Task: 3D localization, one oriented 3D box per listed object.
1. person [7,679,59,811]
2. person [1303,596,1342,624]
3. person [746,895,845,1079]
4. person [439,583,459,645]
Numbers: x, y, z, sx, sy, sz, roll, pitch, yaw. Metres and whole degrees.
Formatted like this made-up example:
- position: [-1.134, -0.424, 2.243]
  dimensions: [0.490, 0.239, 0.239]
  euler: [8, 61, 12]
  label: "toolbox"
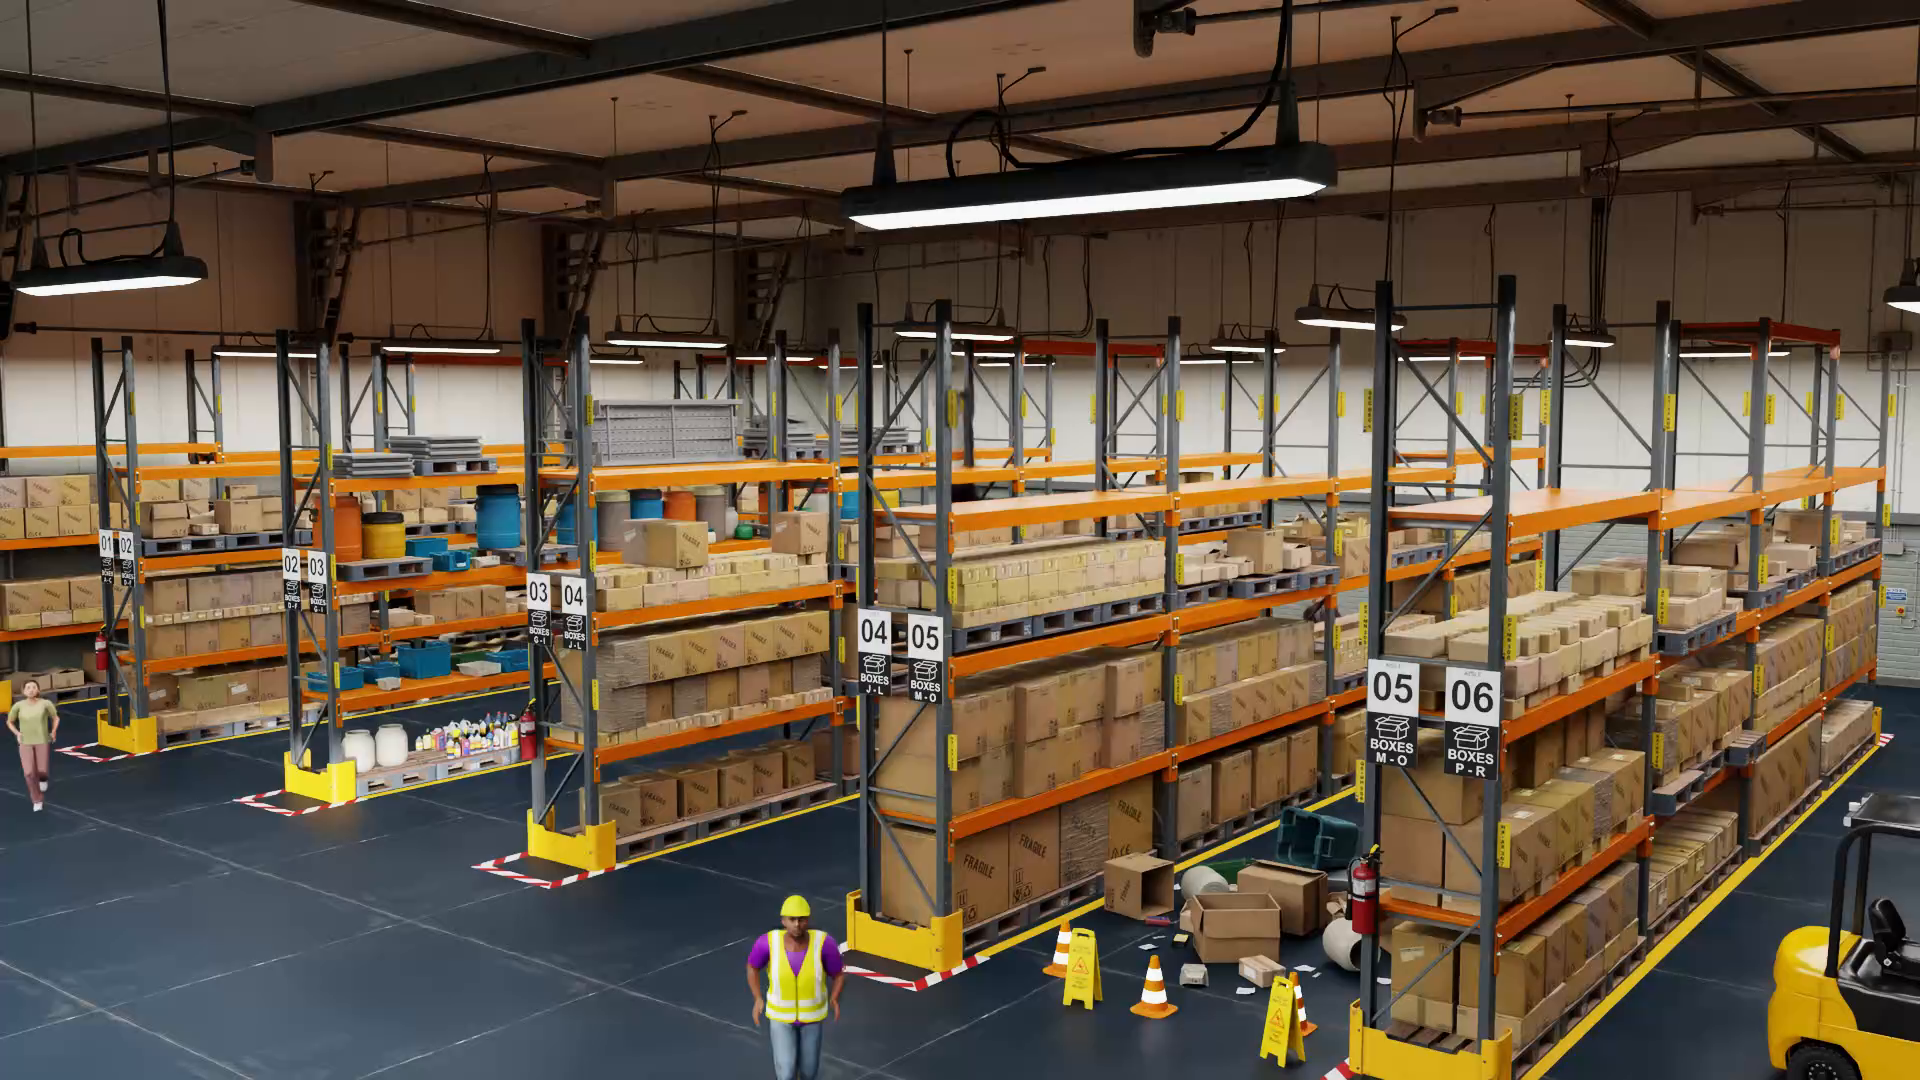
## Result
- position: [-11.628, 2.547, 20.881]
  dimensions: [0.581, 1.633, 0.599]
  euler: [-2, 6, -26]
  label: "person"
- position: [6.484, 1.743, 29.726]
  dimensions: [0.752, 1.689, 0.673]
  euler: [3, 6, 27]
  label: "person"
- position: [-1.146, 3.298, 11.613]
  dimensions: [0.680, 1.735, 0.855]
  euler: [-1, 5, -8]
  label: "person"
- position: [-9.407, 1.630, 30.574]
  dimensions: [0.681, 1.765, 0.721]
  euler: [3, 6, 32]
  label: "person"
